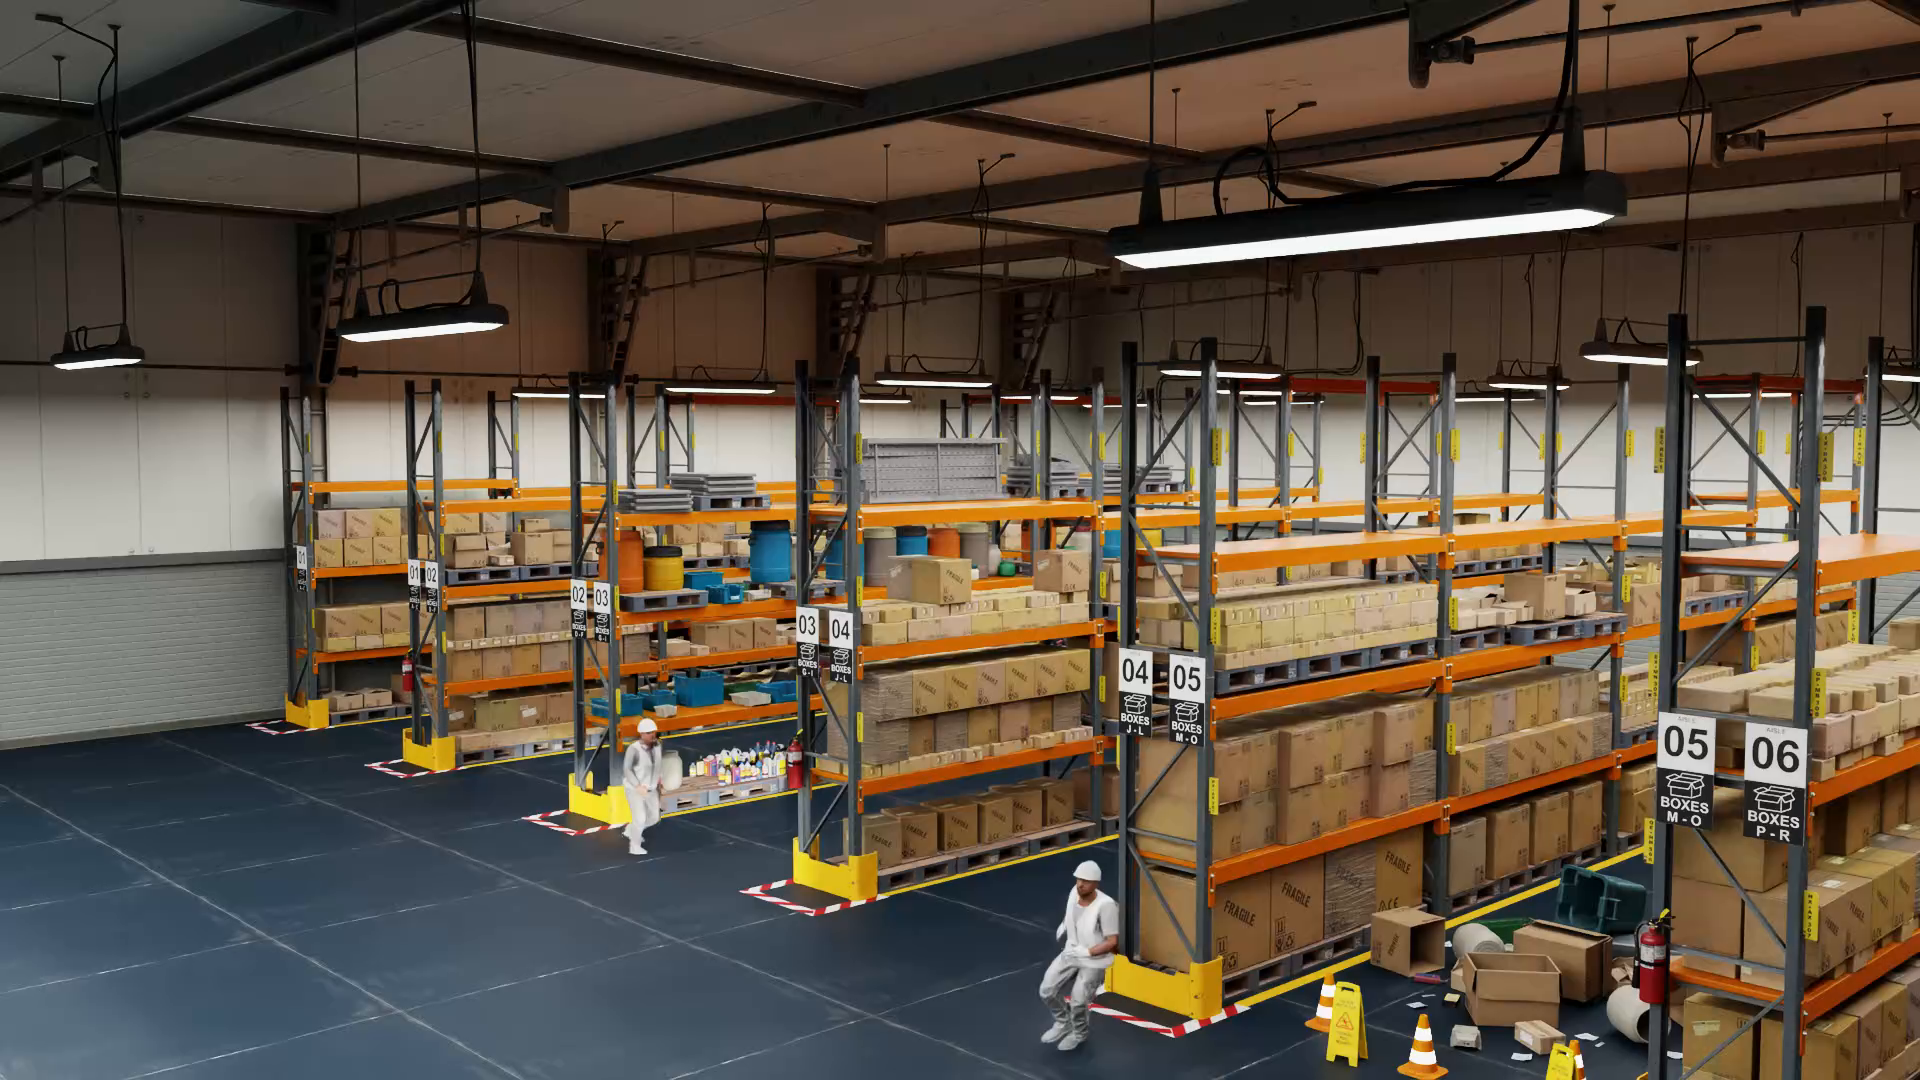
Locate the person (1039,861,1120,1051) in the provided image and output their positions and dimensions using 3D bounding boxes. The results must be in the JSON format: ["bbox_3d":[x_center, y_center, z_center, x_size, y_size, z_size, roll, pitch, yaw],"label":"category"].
[{"bbox_3d":[0.975,3.455,13.718,0.861,1.686,0.727,3,5,38],"label":"person"}]

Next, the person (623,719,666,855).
[{"bbox_3d":[-3.930,3.012,20.393,0.757,1.705,0.632,3,5,39],"label":"person"}]
